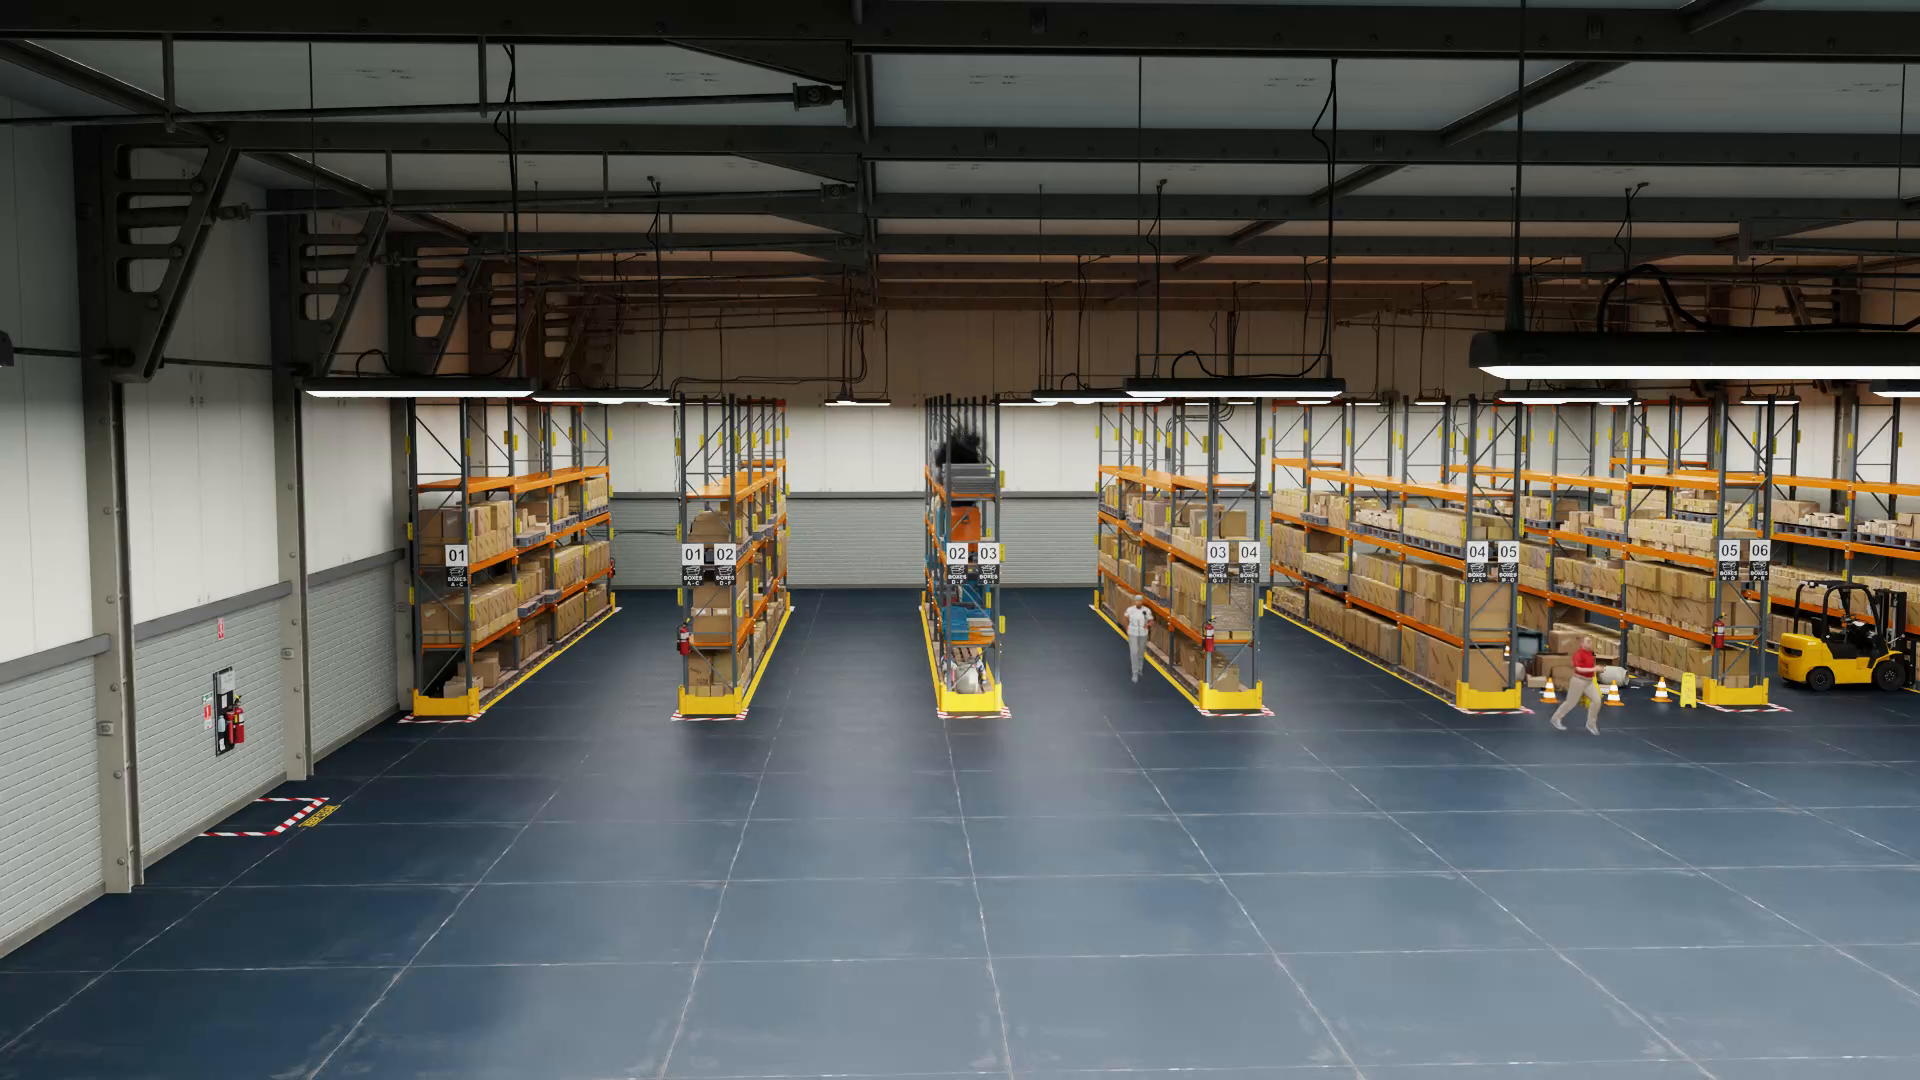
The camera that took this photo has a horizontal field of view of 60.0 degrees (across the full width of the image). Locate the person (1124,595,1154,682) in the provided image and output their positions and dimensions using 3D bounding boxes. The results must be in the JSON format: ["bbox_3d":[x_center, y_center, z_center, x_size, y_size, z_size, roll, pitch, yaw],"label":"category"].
[{"bbox_3d":[3.615,1.956,33.564,0.597,1.724,0.775,0,5,-1],"label":"person"}]

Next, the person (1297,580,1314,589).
[{"bbox_3d":[10.221,0.996,48.952,0.789,1.670,0.673,0,5,2],"label":"person"}]

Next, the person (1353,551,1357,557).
[{"bbox_3d":[10.944,1.183,46.374,0.677,1.786,0.720,-1,5,-9],"label":"person"}]

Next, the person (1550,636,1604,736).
[{"bbox_3d":[10.922,2.560,29.295,0.672,1.788,0.924,-4,6,-42],"label":"person"}]
